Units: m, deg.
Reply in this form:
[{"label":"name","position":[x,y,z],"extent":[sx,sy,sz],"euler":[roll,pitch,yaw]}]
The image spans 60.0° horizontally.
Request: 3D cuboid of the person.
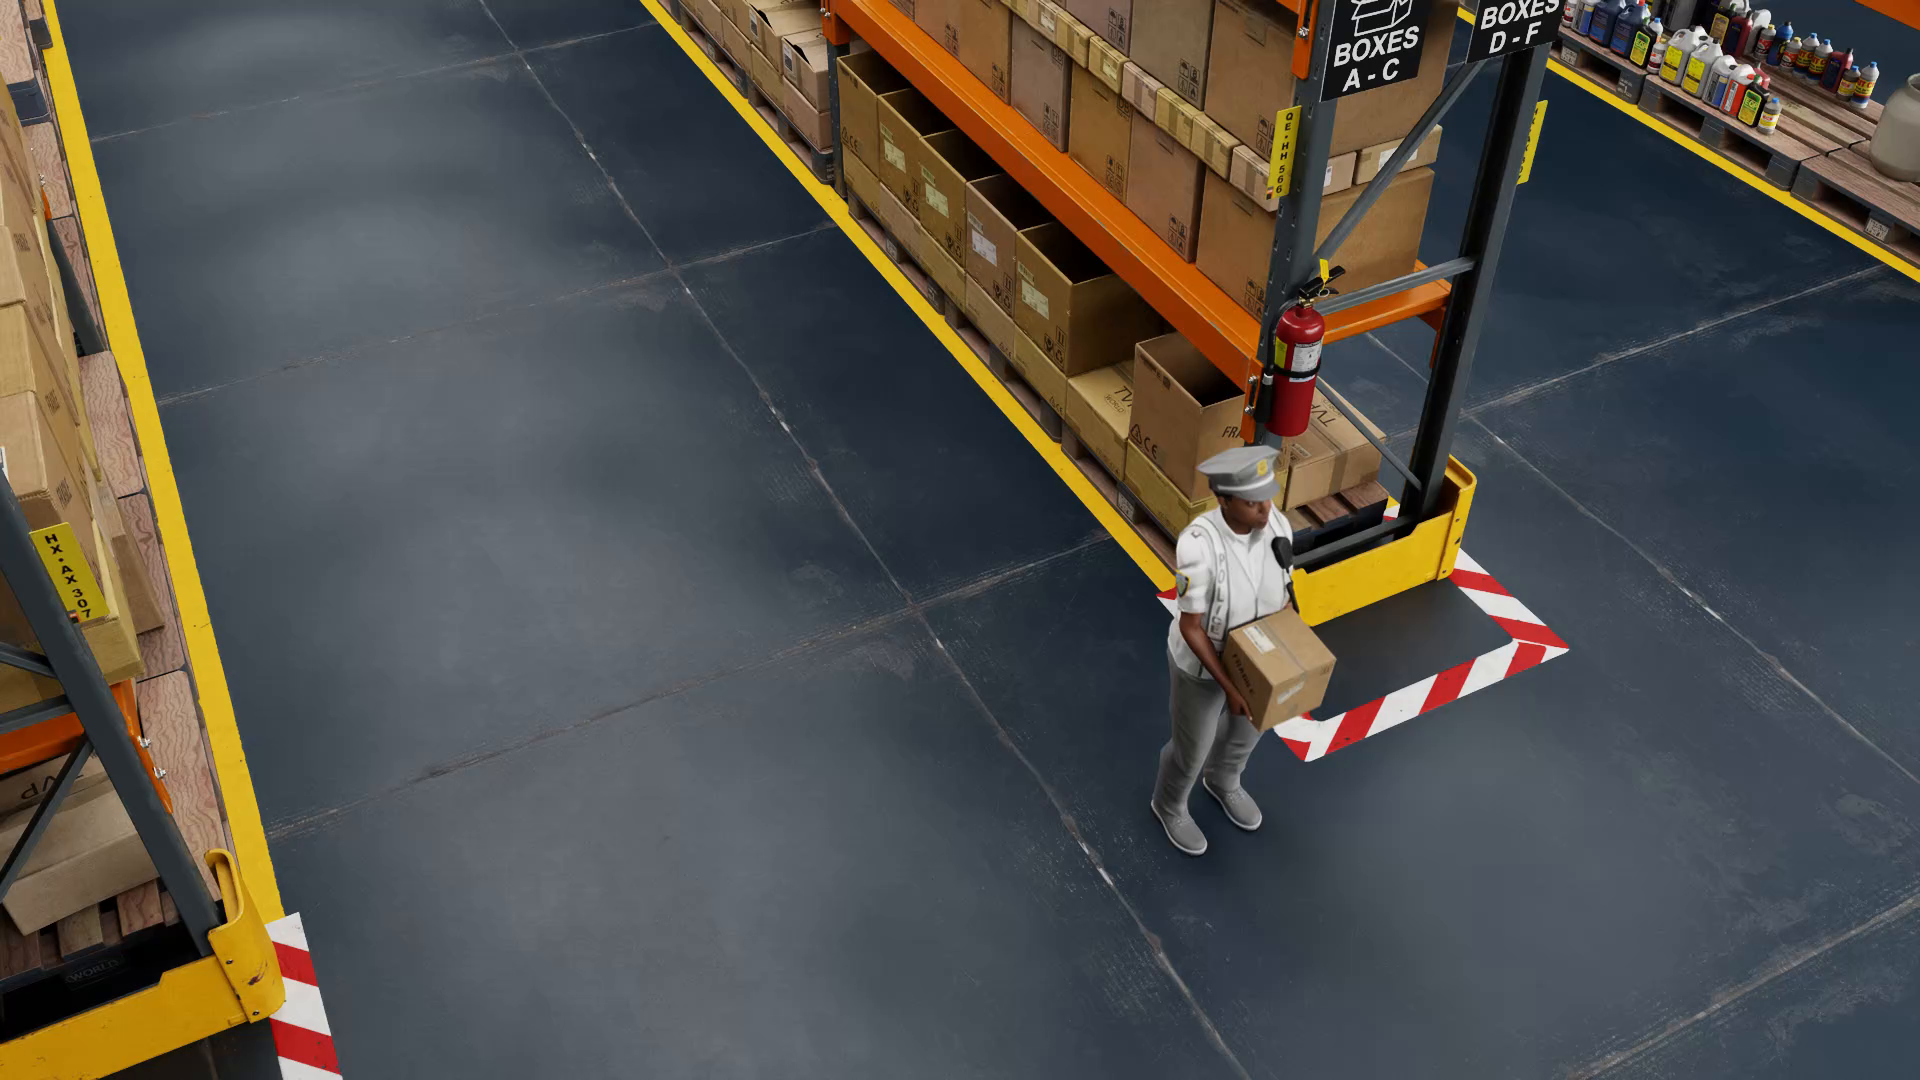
[{"label":"person","position":[0.940,0.425,5.658],"extent":[0.450,1.688,0.535],"euler":[-20,45,-21]}]
